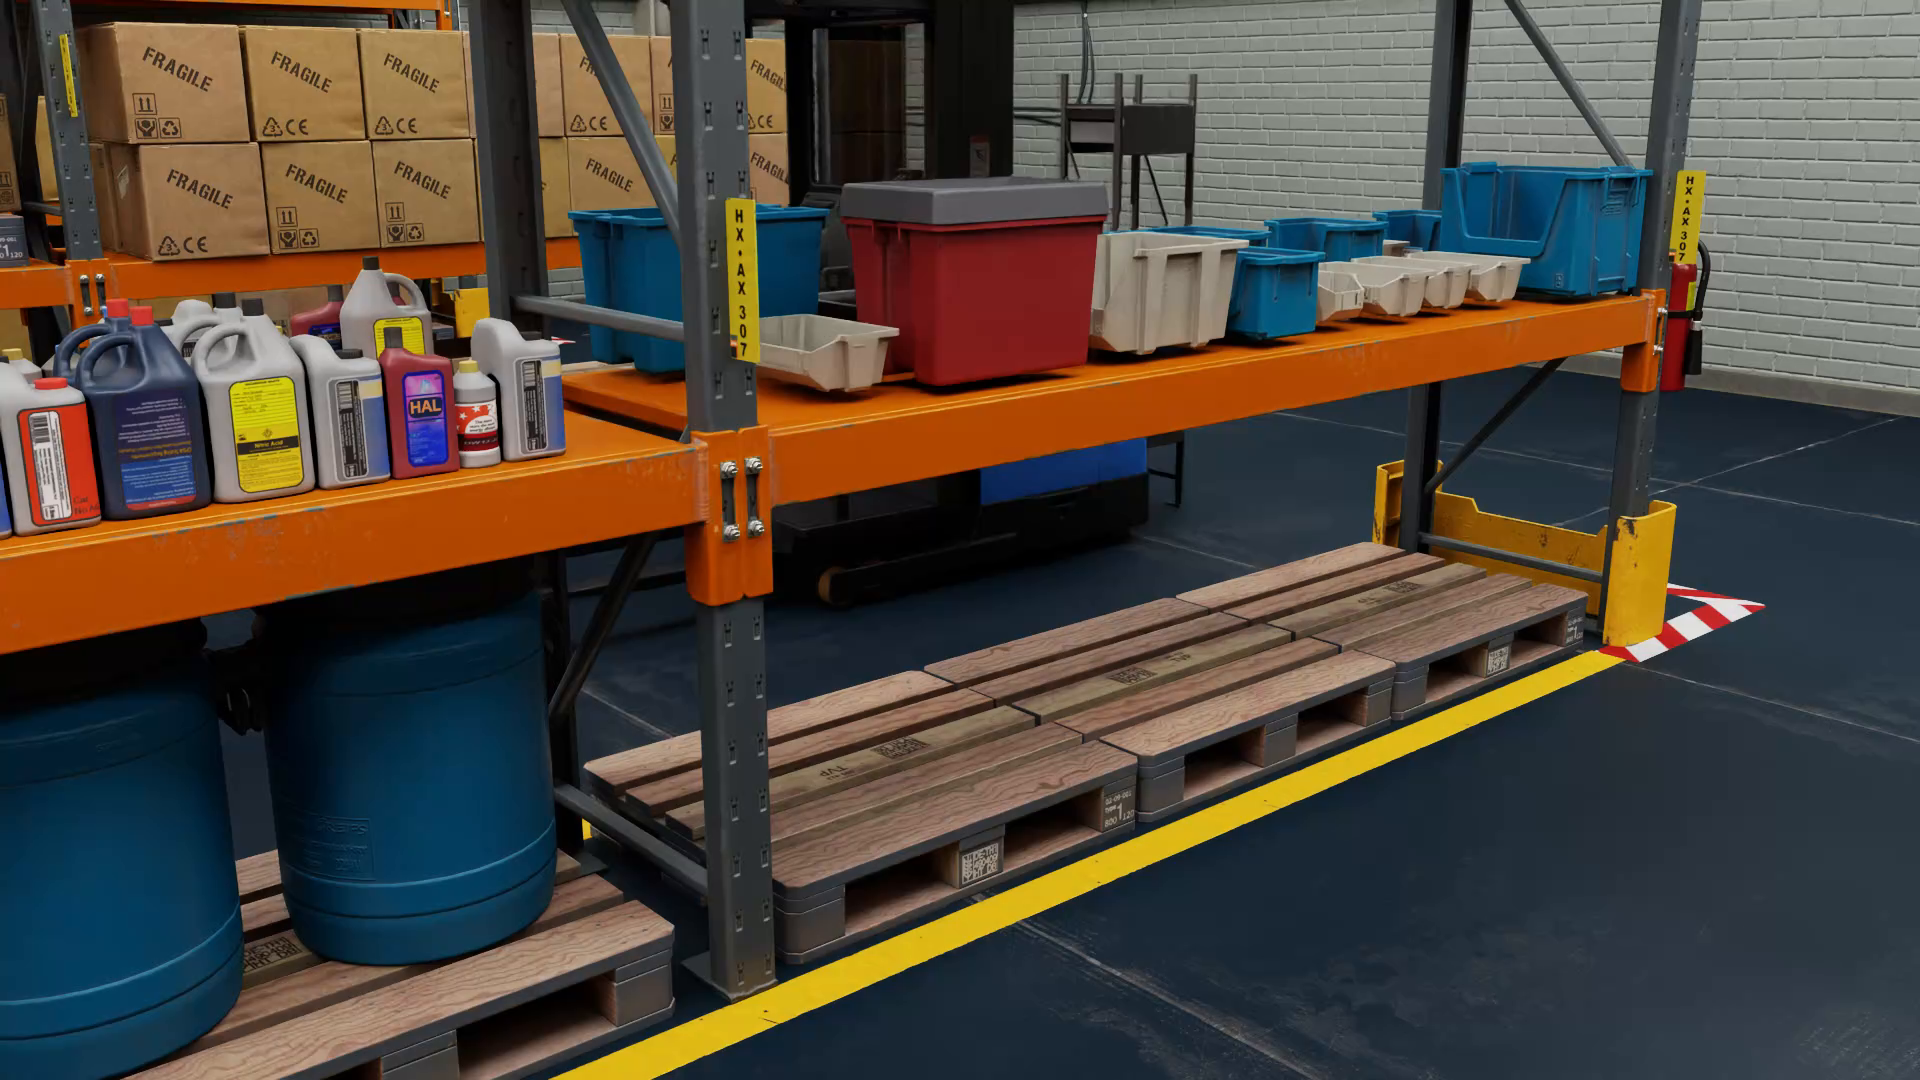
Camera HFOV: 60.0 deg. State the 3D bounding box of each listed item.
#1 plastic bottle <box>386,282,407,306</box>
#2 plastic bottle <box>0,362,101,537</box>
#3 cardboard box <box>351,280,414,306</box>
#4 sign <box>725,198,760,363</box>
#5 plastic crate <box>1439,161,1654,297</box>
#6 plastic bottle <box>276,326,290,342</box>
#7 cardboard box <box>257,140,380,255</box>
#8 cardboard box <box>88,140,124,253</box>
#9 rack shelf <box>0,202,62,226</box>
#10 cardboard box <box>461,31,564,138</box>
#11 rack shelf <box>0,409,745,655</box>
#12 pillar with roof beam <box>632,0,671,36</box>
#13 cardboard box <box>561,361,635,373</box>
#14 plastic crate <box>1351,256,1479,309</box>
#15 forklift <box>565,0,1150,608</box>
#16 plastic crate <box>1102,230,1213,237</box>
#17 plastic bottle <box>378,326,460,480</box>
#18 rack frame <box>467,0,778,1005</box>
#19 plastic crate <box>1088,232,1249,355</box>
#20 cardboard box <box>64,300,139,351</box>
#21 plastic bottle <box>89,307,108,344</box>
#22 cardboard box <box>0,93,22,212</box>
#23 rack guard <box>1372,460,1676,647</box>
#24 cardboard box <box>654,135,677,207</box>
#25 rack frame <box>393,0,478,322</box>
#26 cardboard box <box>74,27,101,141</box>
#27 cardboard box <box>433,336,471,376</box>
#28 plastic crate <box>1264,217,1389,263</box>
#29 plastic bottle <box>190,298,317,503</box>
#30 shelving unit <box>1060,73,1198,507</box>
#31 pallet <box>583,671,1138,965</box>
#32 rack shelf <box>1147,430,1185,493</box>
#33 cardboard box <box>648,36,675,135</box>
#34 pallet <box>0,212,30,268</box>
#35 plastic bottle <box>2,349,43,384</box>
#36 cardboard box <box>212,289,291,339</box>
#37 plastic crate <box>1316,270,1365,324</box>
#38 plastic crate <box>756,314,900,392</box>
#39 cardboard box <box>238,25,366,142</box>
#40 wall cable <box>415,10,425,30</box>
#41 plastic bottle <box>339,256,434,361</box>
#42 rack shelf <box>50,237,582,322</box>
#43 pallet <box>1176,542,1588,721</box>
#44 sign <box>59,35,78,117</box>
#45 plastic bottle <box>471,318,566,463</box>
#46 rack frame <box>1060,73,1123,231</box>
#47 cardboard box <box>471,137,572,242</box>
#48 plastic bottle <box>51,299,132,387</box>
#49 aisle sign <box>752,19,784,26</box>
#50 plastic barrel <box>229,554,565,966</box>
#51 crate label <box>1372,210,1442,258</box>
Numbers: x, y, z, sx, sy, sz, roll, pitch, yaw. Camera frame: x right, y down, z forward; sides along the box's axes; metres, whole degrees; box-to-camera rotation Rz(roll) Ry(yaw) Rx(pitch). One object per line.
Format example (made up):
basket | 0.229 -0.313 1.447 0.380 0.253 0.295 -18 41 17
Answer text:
plastic bottle | -1.356 -0.463 3.897 0.133 0.283 0.061 -13 19 -39
plastic bottle | -1.540 -0.162 2.783 0.135 0.276 0.152 -13 19 -39
cardboard box | -4.747 -1.962 13.313 0.500 0.500 0.700 -13 19 -39
sign | -0.439 -0.525 3.366 0.005 0.325 0.100 -13 19 -39
plastic crate | 2.088 -1.129 5.980 0.499 0.435 0.616 -13 19 -39
plastic bottle | -1.532 -0.378 3.737 0.097 0.201 0.097 0 15 0
cardboard box | -3.100 -1.632 7.855 0.500 0.500 0.500 -12 19 -38
cardboard box | -3.839 -1.646 7.908 0.500 0.500 0.500 -12 19 -38
rack shelf | -5.794 -2.419 12.386 4.000 0.370 1.077 -13 19 -39
cardboard box | -2.342 -2.282 8.350 0.500 0.500 0.500 -12 19 -38
rack shelf | -2.308 0.188 2.628 4.000 0.370 1.077 -13 19 -39
pillar with roof beam | 0.010 -5.791 11.992 0.400 9.000 9.100 -13 19 -39
cardboard box | -2.004 -0.904 9.796 0.500 0.250 0.500 -13 19 -39
plastic crate | 1.494 -0.858 5.545 0.243 0.136 0.396 -13 19 -39
forklift | -0.583 -1.295 6.920 3.031 2.935 1.130 -12 19 -37
plastic crate | 0.596 -0.873 5.413 0.300 0.233 0.416 -13 19 -39
plastic bottle | -1.029 -0.264 3.154 0.133 0.283 0.061 -13 19 -39
rack frame | -0.799 -0.499 3.804 0.127 3.000 1.000 -13 19 -39
plastic crate | 0.474 -0.693 4.646 0.530 0.282 0.437 -13 19 -39
cardboard box | -6.290 -1.614 12.009 0.500 0.500 0.700 -13 20 -40
plastic bottle | -1.780 -0.356 3.519 0.097 0.271 0.097 0 15 0
cardboard box | -4.552 -1.678 7.212 0.700 0.500 0.500 8 17 28
rack guard | 2.228 0.025 6.688 0.348 0.500 1.175 -13 19 -39
cardboard box | -1.579 -1.972 9.126 0.500 0.500 0.500 -12 19 -39
rack frame | -4.285 -3.105 13.561 0.127 3.000 1.000 -13 19 -39
cardboard box | -3.836 -2.131 7.784 0.500 0.500 0.500 -13 19 -39
cardboard box | -2.634 -0.789 8.877 0.637 0.503 0.797 -13 19 -39
plastic crate | 1.319 -1.035 6.021 0.300 0.233 0.416 -13 19 -39
plastic bottle | -1.278 -0.255 2.989 0.185 0.351 0.144 -13 19 -39
shelving unit | 0.798 -1.181 8.103 0.503 2.100 0.431 -12 19 -37
pallet | -0.270 0.717 4.658 1.213 0.211 1.003 -13 19 -39
rack shelf | 0.798 -0.492 8.287 0.480 0.518 0.431 -12 19 -37
cardboard box | -1.566 -2.458 9.008 0.500 0.500 0.500 -12 19 -38
pallet | -4.722 -1.257 7.014 1.213 0.211 1.003 -13 19 -39
plastic bottle | -1.927 -0.289 3.405 0.097 0.201 0.097 0 15 0
cardboard box | -5.504 -1.792 12.676 0.500 0.500 0.700 -13 20 -41
plastic crate | 1.089 -0.752 5.149 0.250 0.136 0.298 -13 19 -39
plastic crate | -0.354 -0.451 4.021 0.243 0.136 0.396 -13 19 -39
cardboard box | -3.119 -2.107 7.696 0.500 0.500 0.500 -13 20 -41
wall cable | -3.940 -3.997 14.932 1.851 1.984 0.084 -13 19 -39
plastic bottle | -1.308 -0.471 3.798 0.185 0.351 0.144 -13 19 -39
rack shelf | -2.539 -1.455 8.778 4.000 0.370 1.077 -13 19 -39
pallet | 1.571 0.303 6.206 1.213 0.211 1.003 -13 19 -39
sign | -3.681 -1.915 6.865 0.005 0.325 0.100 -13 19 -39
plastic bottle | -0.884 -0.309 3.334 0.135 0.276 0.152 -13 19 -39
rack frame | 0.608 -1.142 7.955 0.015 2.100 0.400 -12 19 -37
cardboard box | -2.339 -1.803 8.495 0.500 0.500 0.500 -13 20 -40
plastic bottle | -1.512 -0.252 2.977 0.185 0.351 0.144 -13 19 -39
aisle sign | -1.172 -3.466 9.875 0.004 0.787 0.394 -13 19 -39
plastic barrel | -1.221 0.401 3.688 0.708 0.901 0.600 -13 19 -39
crate label | 1.816 -1.147 6.438 0.303 0.233 0.416 -13 19 -39
